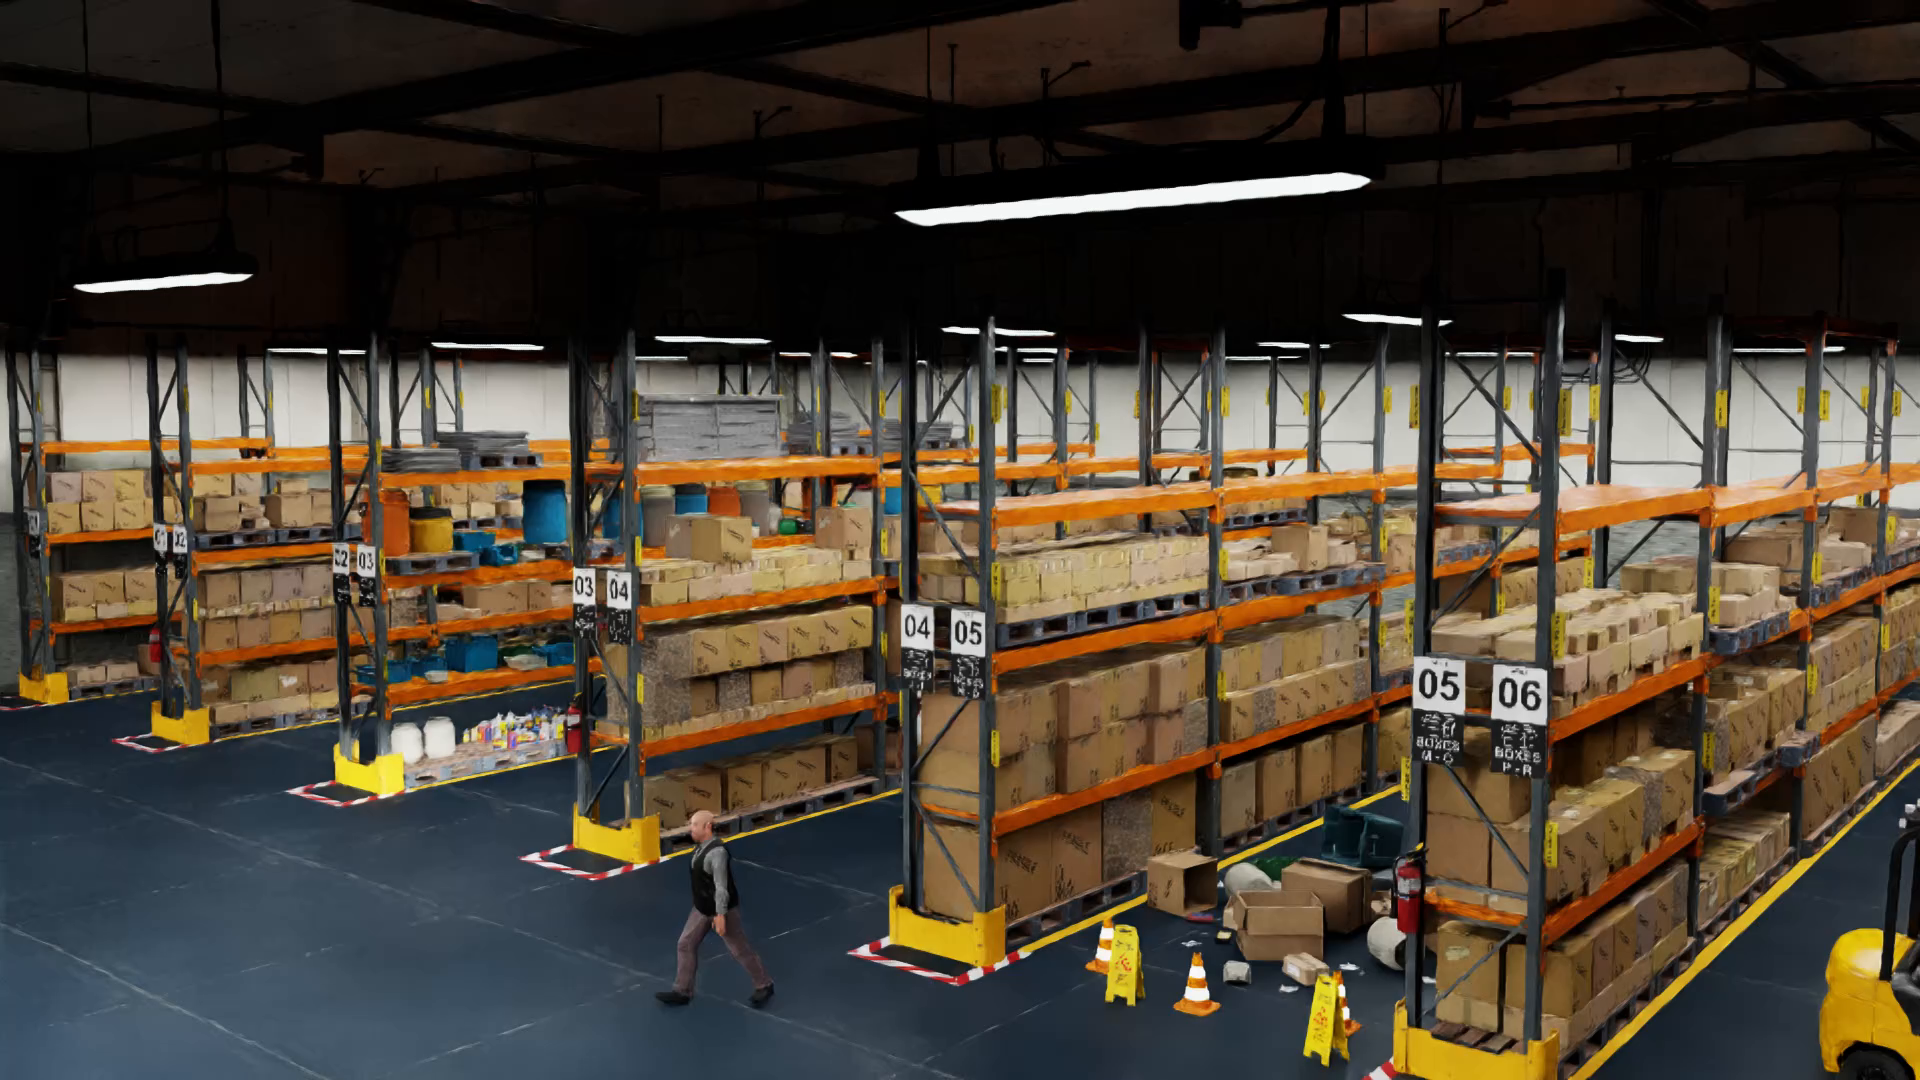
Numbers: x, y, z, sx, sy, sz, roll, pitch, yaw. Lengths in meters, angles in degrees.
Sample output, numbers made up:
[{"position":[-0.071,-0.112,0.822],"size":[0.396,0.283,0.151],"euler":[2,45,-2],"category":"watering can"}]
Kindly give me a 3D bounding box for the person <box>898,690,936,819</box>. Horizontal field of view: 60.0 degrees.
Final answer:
[{"position":[-0.479,2.545,19.730],"size":[0.719,1.714,0.578],"euler":[4,7,38],"category":"person"}]

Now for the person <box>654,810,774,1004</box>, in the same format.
[{"position":[-2.054,3.086,13.963],"size":[0.962,1.676,0.576],"euler":[-3,6,-28],"category":"person"}]
